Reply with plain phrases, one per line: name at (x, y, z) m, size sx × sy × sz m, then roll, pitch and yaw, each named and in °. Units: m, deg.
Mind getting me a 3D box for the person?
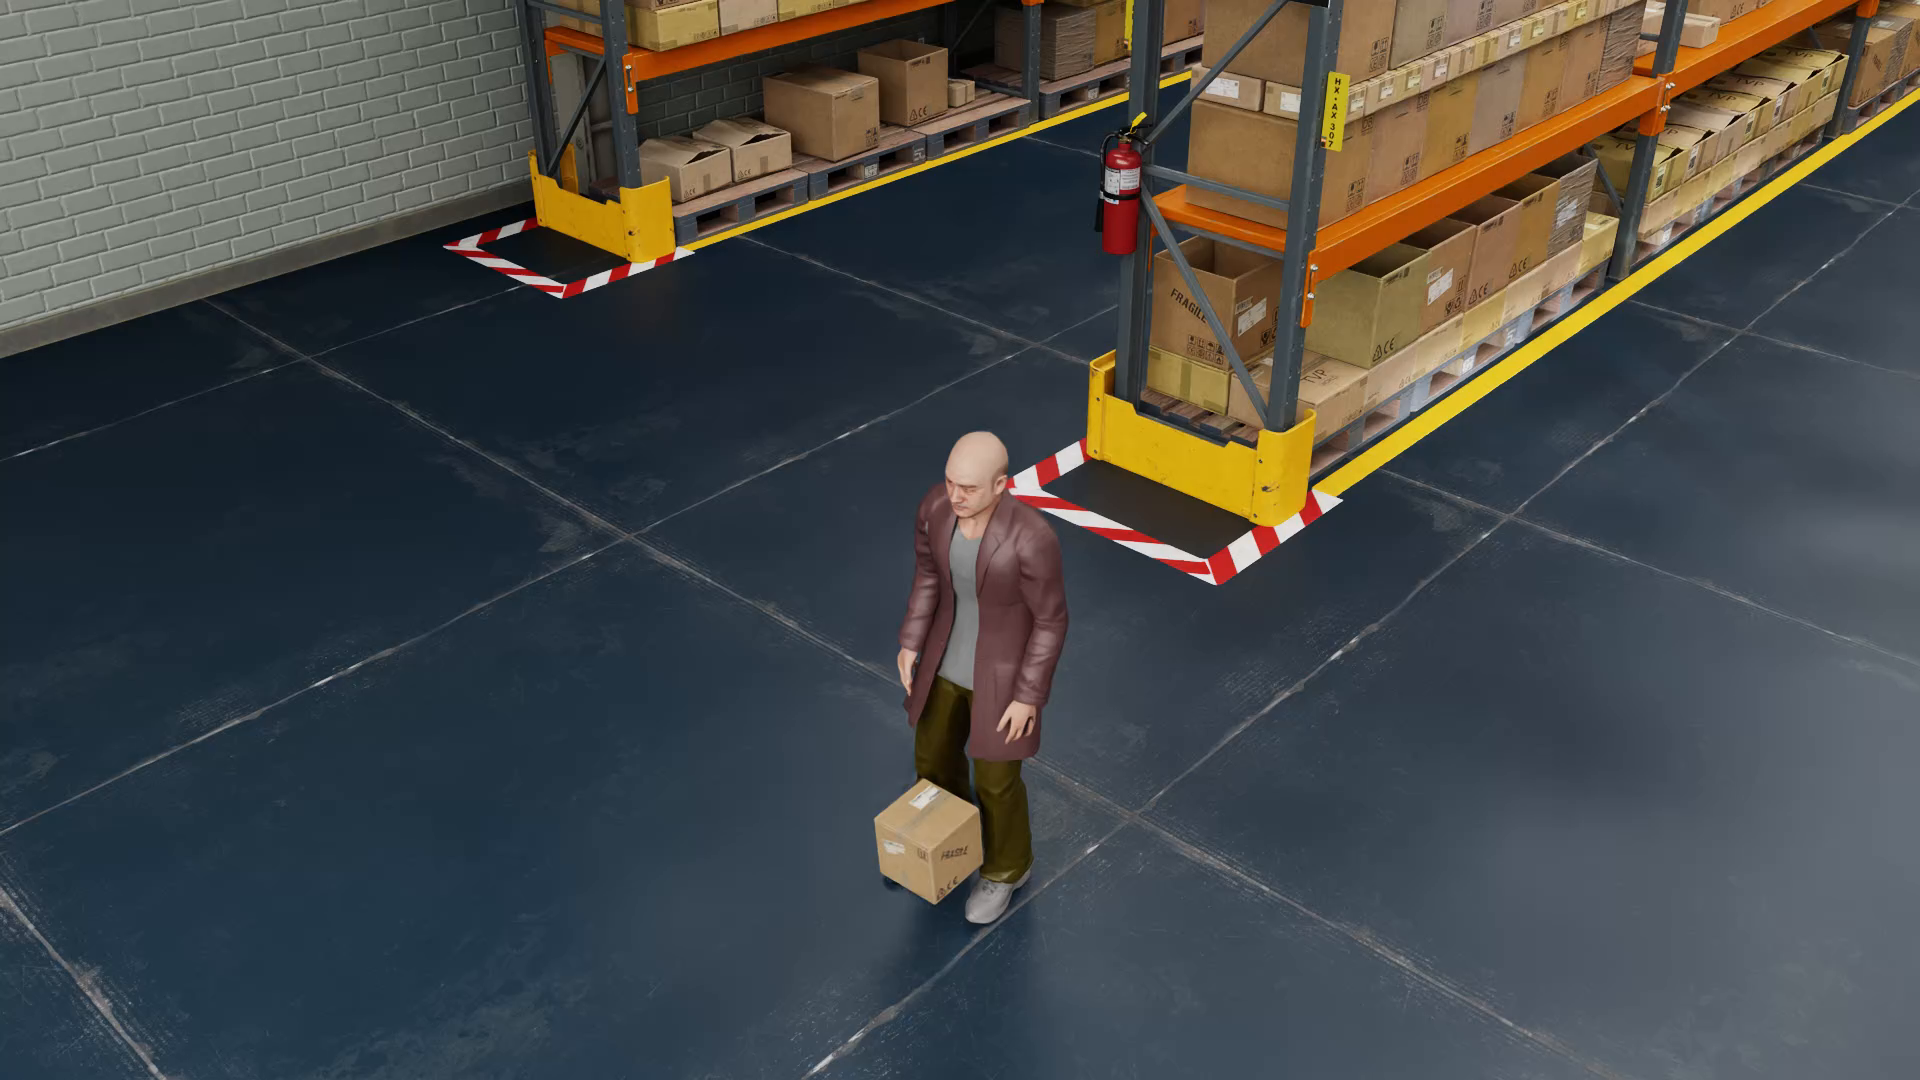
person at (0.058, 0.431, 5.426) m, size 0.601 × 1.775 × 0.425 m, roll 24°, pitch 38°, yaw 34°
